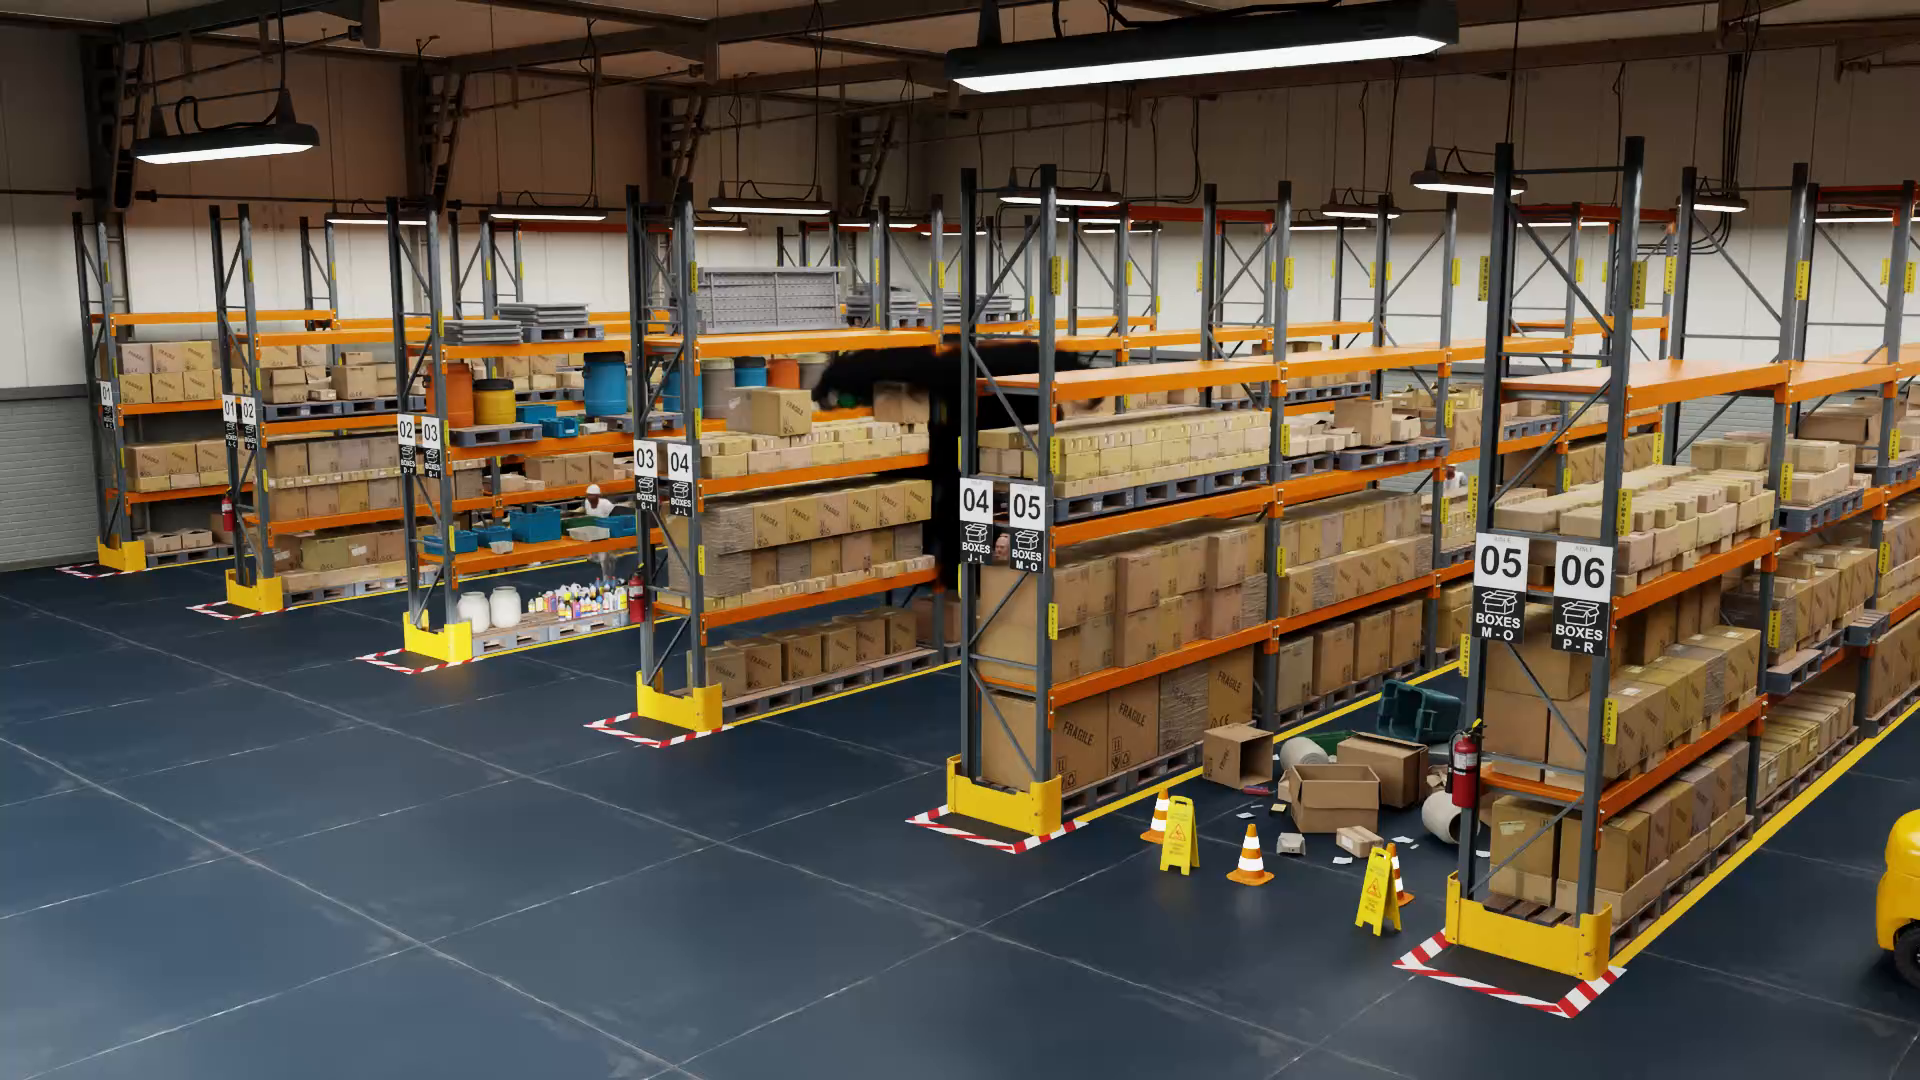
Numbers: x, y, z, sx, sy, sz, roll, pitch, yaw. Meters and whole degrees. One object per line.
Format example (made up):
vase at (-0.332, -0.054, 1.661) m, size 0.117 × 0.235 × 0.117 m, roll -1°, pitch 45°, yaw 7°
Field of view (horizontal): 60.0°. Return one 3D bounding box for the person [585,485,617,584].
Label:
person at (-5.761, -0.069, 26.677) m, size 0.703 × 1.685 × 0.731 m, roll 5°, pitch 11°, yaw 27°

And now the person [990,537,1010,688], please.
person at (0.567, 0.822, 20.180) m, size 0.668 × 1.780 × 1.046 m, roll 4°, pitch 10°, yaw 22°

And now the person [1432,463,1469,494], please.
person at (8.828, -0.640, 29.962) m, size 0.677 × 1.708 × 0.706 m, roll 4°, pitch 10°, yaw 25°
